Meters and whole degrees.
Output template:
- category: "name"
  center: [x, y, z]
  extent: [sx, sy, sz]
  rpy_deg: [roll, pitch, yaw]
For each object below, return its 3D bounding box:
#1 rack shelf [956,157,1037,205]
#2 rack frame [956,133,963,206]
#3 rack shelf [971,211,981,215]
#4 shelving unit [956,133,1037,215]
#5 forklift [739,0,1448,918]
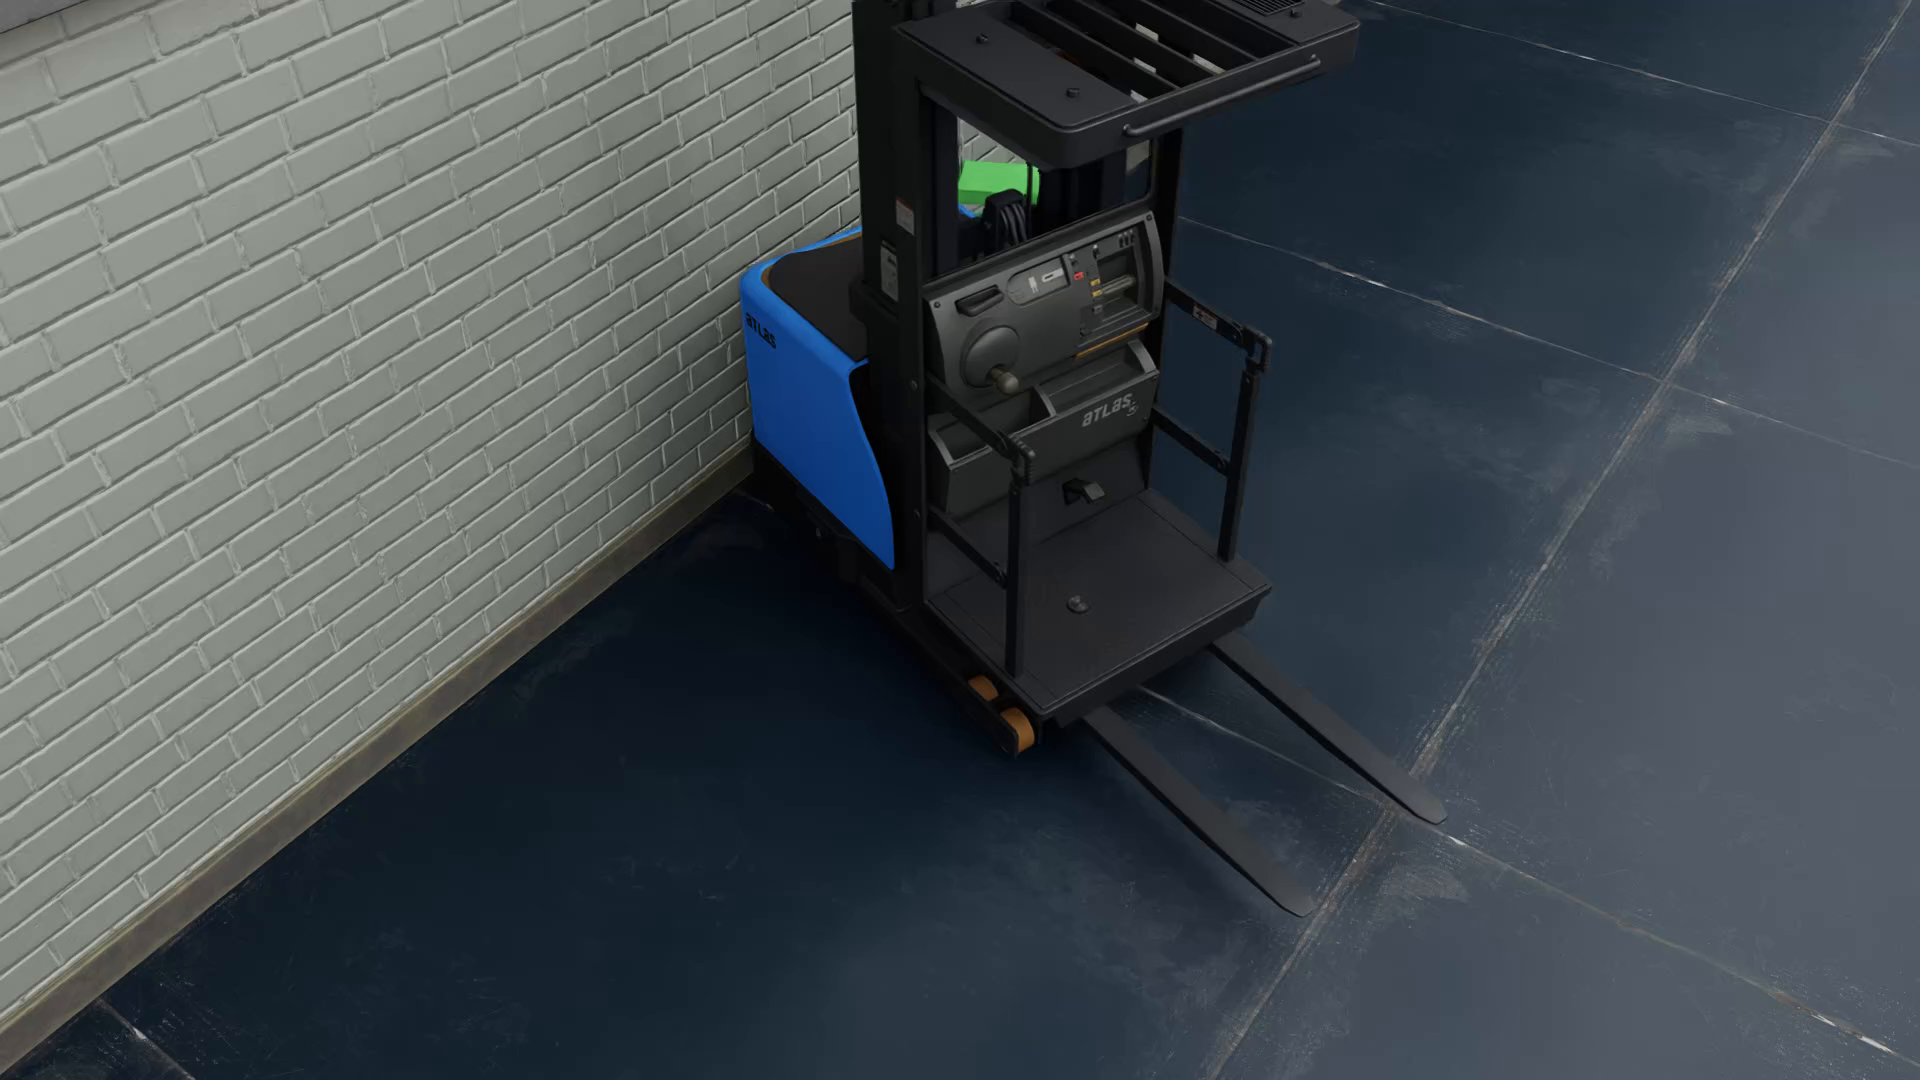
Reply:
- category: "rack shelf"
  center: [0.229, -1.430, 6.825]
  extent: [0.480, 0.148, 0.258]
  rpy_deg: [5, 42, 6]
- category: "rack frame"
  center: [-0.013, -1.142, 7.127]
  extent: [0.015, 1.200, 0.240]
  rpy_deg: [5, 42, 6]
- category: "rack shelf"
  center: [0.229, -1.251, 6.985]
  extent: [0.480, 0.148, 0.258]
  rpy_deg: [5, 42, 6]
- category: "shelving unit"
  center: [0.229, -1.120, 7.102]
  extent: [0.503, 1.200, 0.258]
  rpy_deg: [5, 42, 6]
- category: "forklift"
  center: [0.424, -0.708, 5.343]
  extent: [1.130, 2.935, 3.031]
  rpy_deg: [-26, 48, -26]
